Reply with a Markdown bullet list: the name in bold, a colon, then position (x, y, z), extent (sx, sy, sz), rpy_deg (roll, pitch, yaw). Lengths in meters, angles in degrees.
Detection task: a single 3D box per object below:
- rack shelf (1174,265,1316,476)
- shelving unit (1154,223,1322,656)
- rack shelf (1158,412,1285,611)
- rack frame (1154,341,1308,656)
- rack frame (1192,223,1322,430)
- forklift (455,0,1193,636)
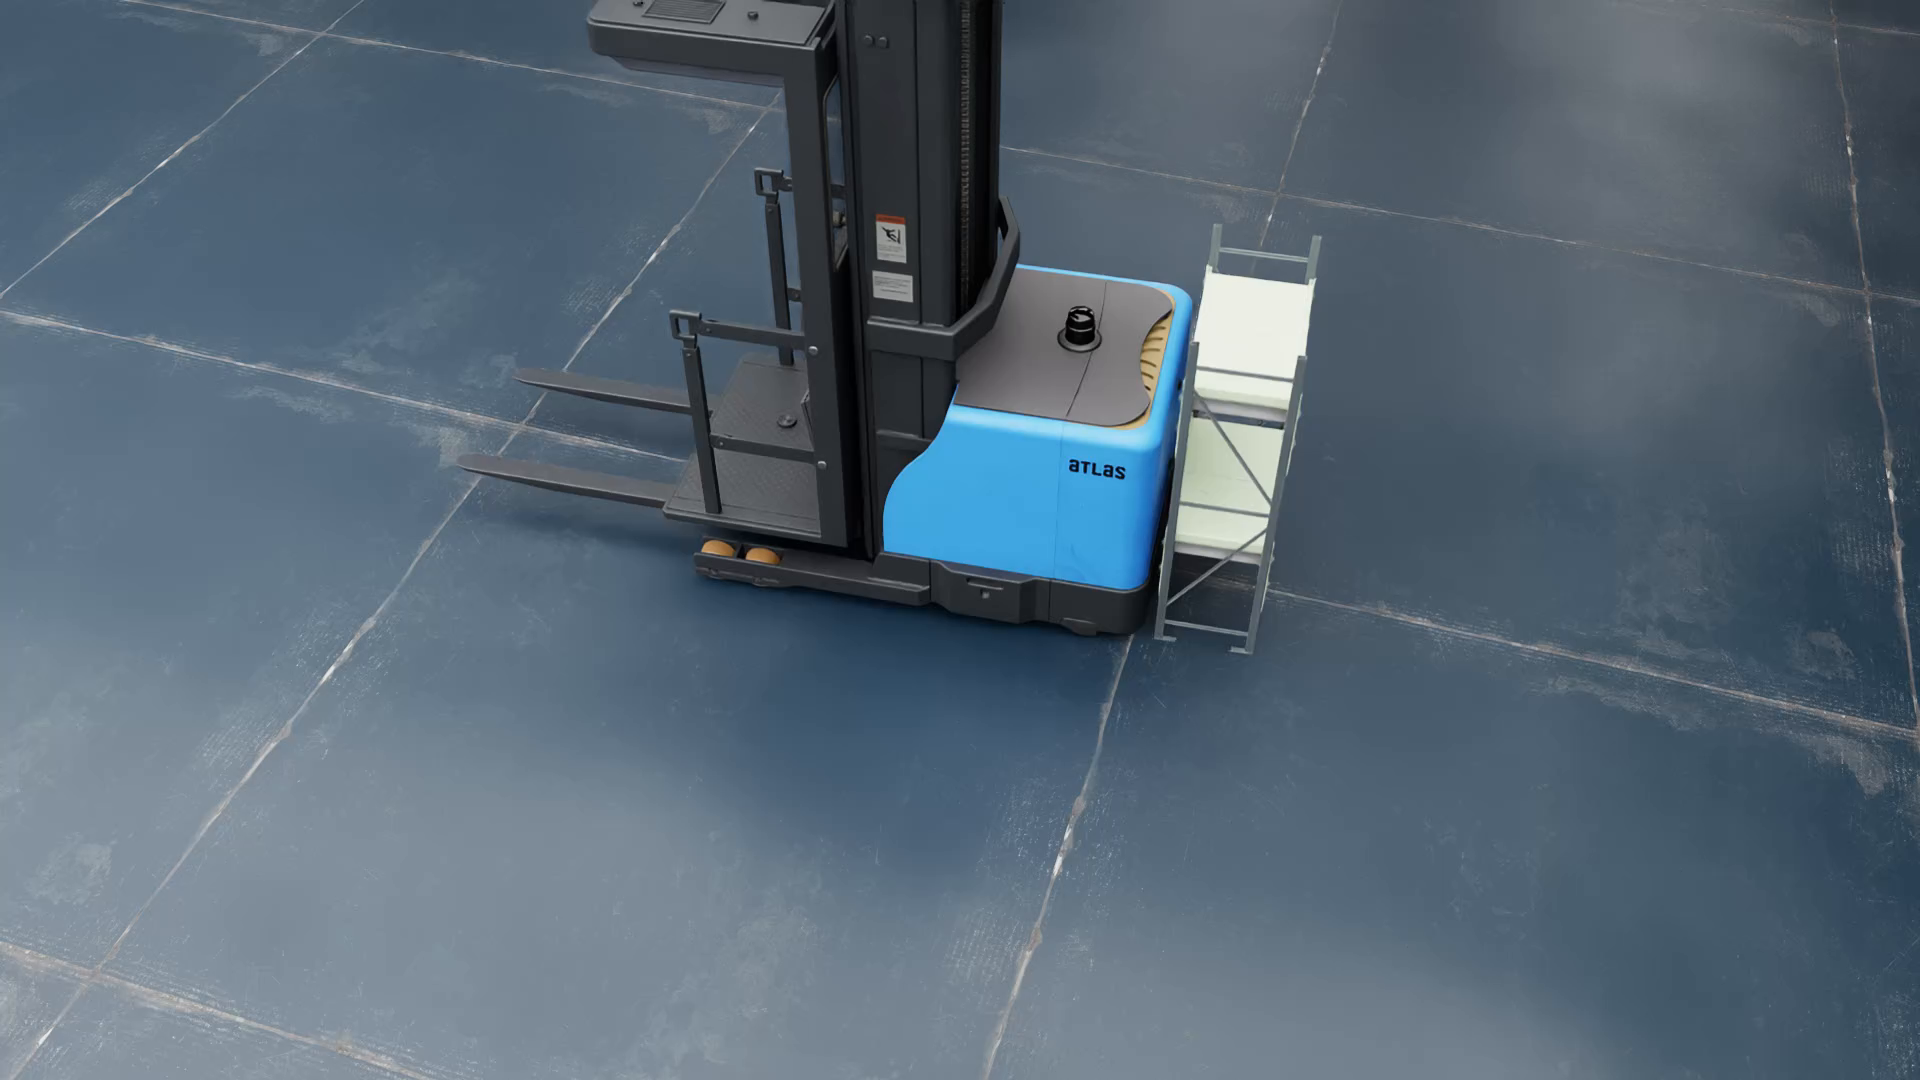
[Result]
- **rack shelf**: position (1.062, -0.639, 6.172), extent (0.431, 0.370, 0.720), rpy_deg (9, 45, 9)
- **shelving unit**: position (1.062, -0.360, 6.445), extent (0.431, 1.500, 0.755), rpy_deg (9, 45, 9)
- **rack shelf**: position (1.062, -0.127, 6.673), extent (0.431, 0.370, 0.720), rpy_deg (9, 45, 9)
- **rack frame**: position (0.982, -0.110, 6.189), extent (0.400, 1.500, 0.023), rpy_deg (9, 45, 9)
- **rack frame**: position (1.142, -0.610, 6.700), extent (0.400, 1.500, 0.023), rpy_deg (9, 45, 9)
- **forklift**: position (-0.629, -1.202, 6.282), extent (3.031, 2.935, 1.130), rpy_deg (9, 45, 9)
